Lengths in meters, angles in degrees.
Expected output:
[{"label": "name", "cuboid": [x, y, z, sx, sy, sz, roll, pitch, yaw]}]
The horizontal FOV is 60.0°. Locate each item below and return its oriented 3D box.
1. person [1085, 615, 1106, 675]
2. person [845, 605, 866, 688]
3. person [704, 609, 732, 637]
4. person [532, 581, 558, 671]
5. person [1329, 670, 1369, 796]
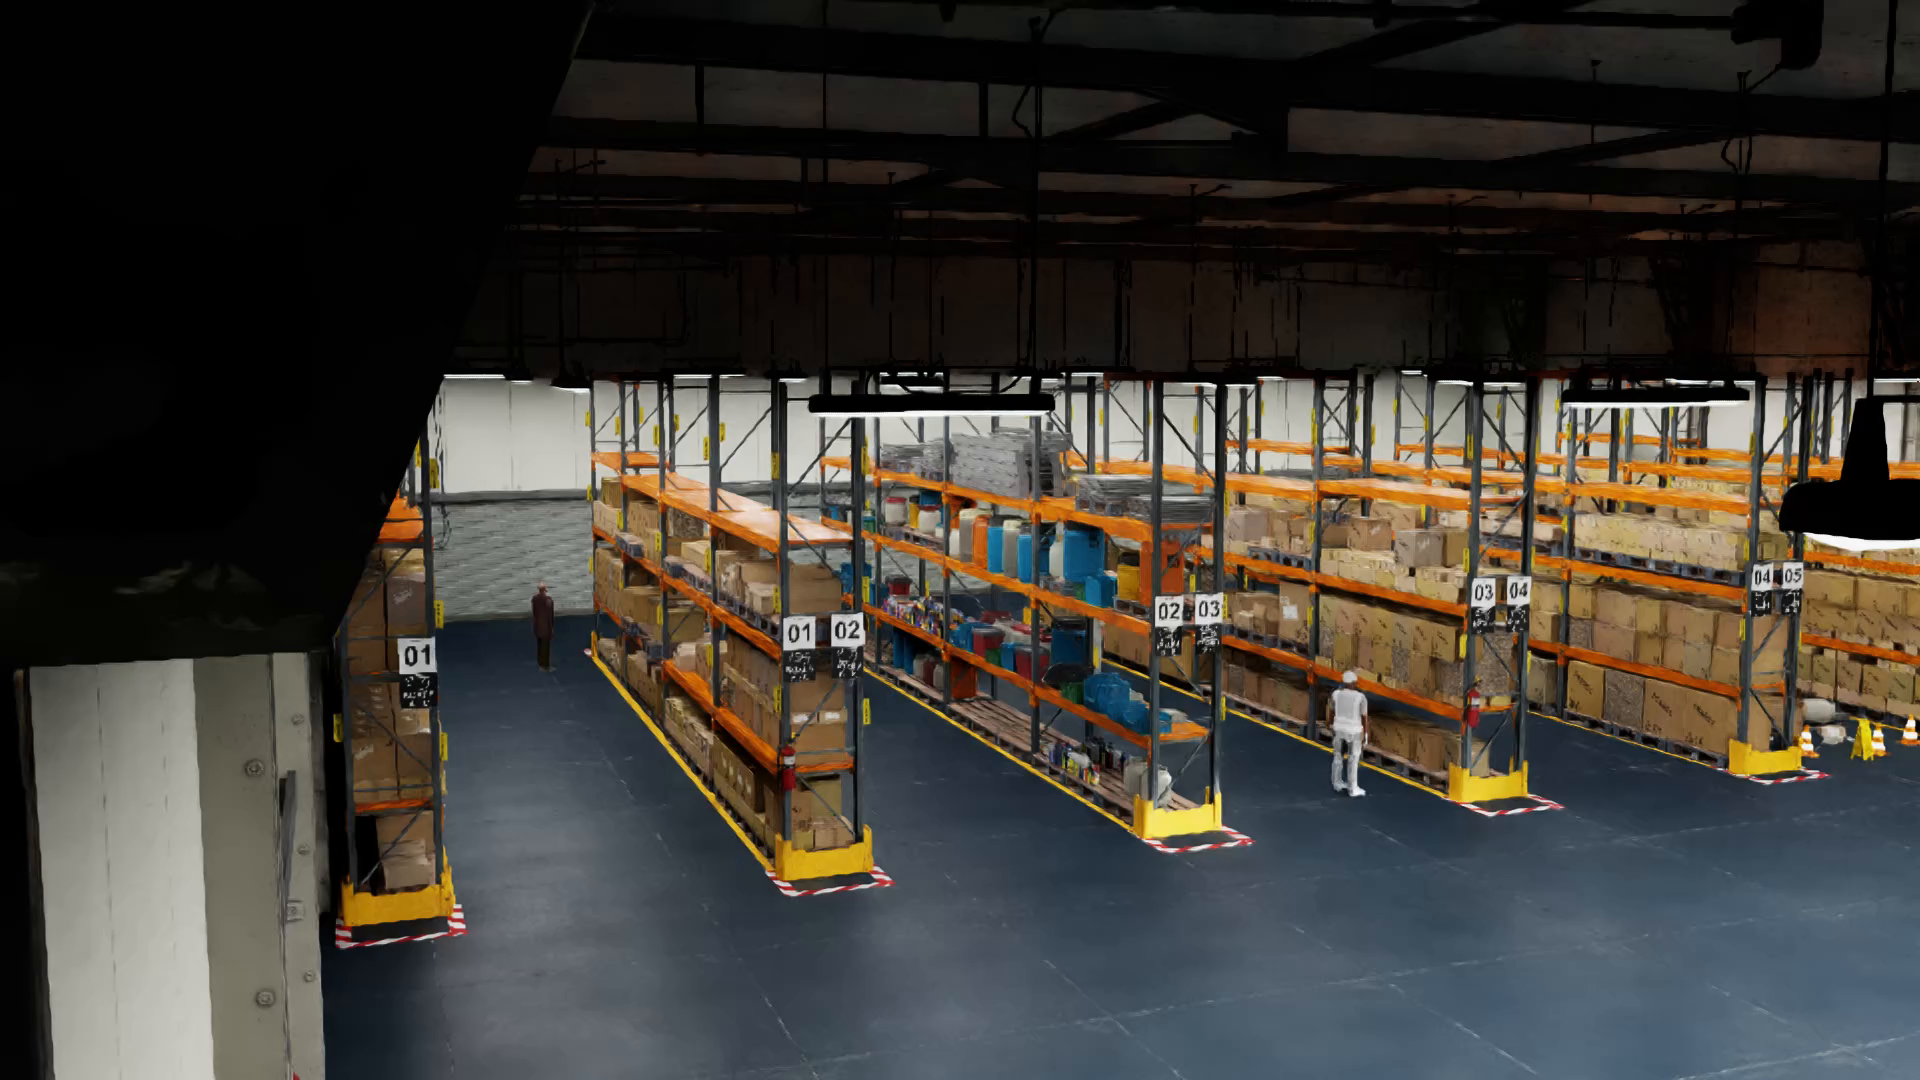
[{"label": "person", "cuboid": [2.621, 1.928, 31.879, 0.538, 1.679, 0.454, 6, 9, 42]}, {"label": "person", "cuboid": [-2.093, 2.014, 31.522, 0.639, 1.632, 0.512, -2, 7, -21]}, {"label": "person", "cuboid": [-4.999, 1.627, 34.497, 0.554, 1.712, 1.031, -3, 7, -21]}, {"label": "person", "cuboid": [-8.315, 1.707, 33.385, 0.638, 1.785, 0.515, 6, 9, 41]}, {"label": "person", "cuboid": [5.617, 2.754, 23.988, 0.618, 1.783, 0.457, 5, 8, 38]}]
